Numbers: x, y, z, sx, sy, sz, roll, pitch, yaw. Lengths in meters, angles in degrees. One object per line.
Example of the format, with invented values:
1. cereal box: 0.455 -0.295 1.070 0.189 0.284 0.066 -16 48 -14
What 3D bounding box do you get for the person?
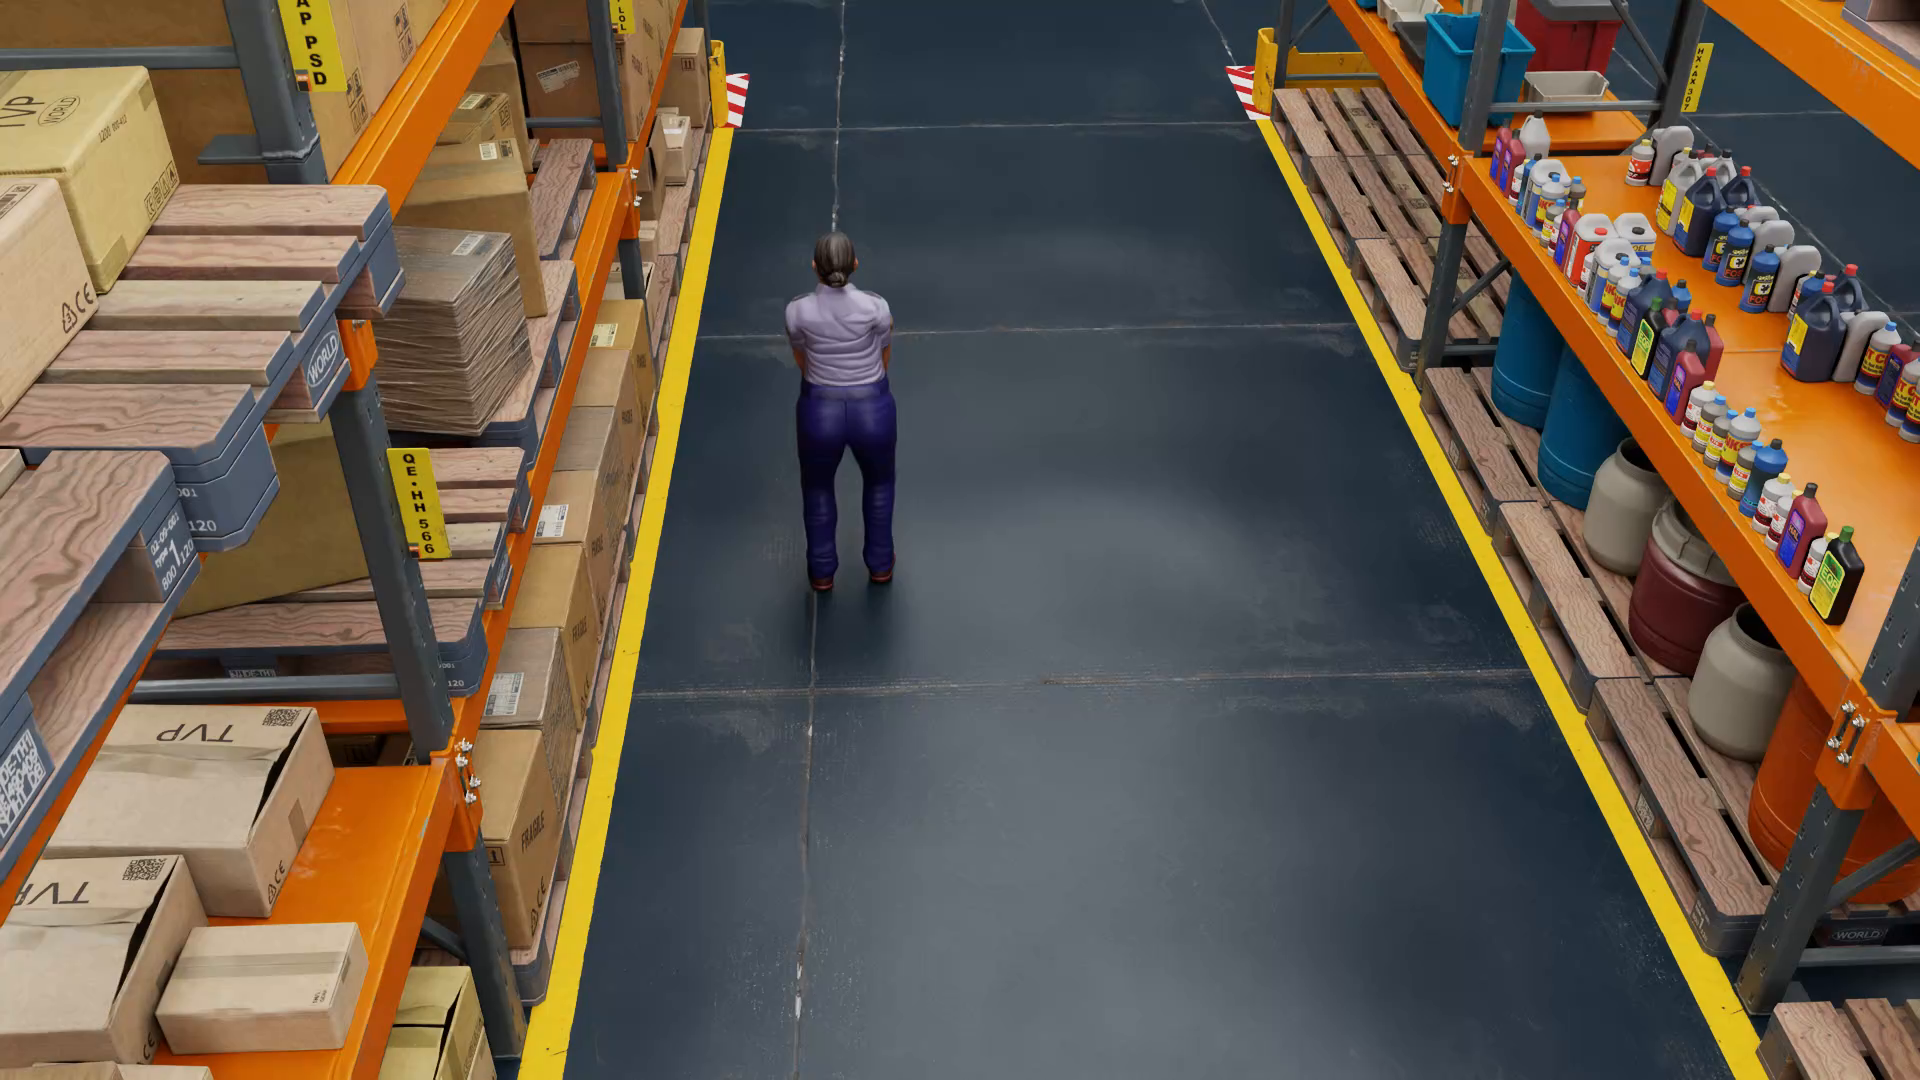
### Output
1. person: -0.485 -0.542 6.942 0.434 1.632 0.532 -2 36 -3
